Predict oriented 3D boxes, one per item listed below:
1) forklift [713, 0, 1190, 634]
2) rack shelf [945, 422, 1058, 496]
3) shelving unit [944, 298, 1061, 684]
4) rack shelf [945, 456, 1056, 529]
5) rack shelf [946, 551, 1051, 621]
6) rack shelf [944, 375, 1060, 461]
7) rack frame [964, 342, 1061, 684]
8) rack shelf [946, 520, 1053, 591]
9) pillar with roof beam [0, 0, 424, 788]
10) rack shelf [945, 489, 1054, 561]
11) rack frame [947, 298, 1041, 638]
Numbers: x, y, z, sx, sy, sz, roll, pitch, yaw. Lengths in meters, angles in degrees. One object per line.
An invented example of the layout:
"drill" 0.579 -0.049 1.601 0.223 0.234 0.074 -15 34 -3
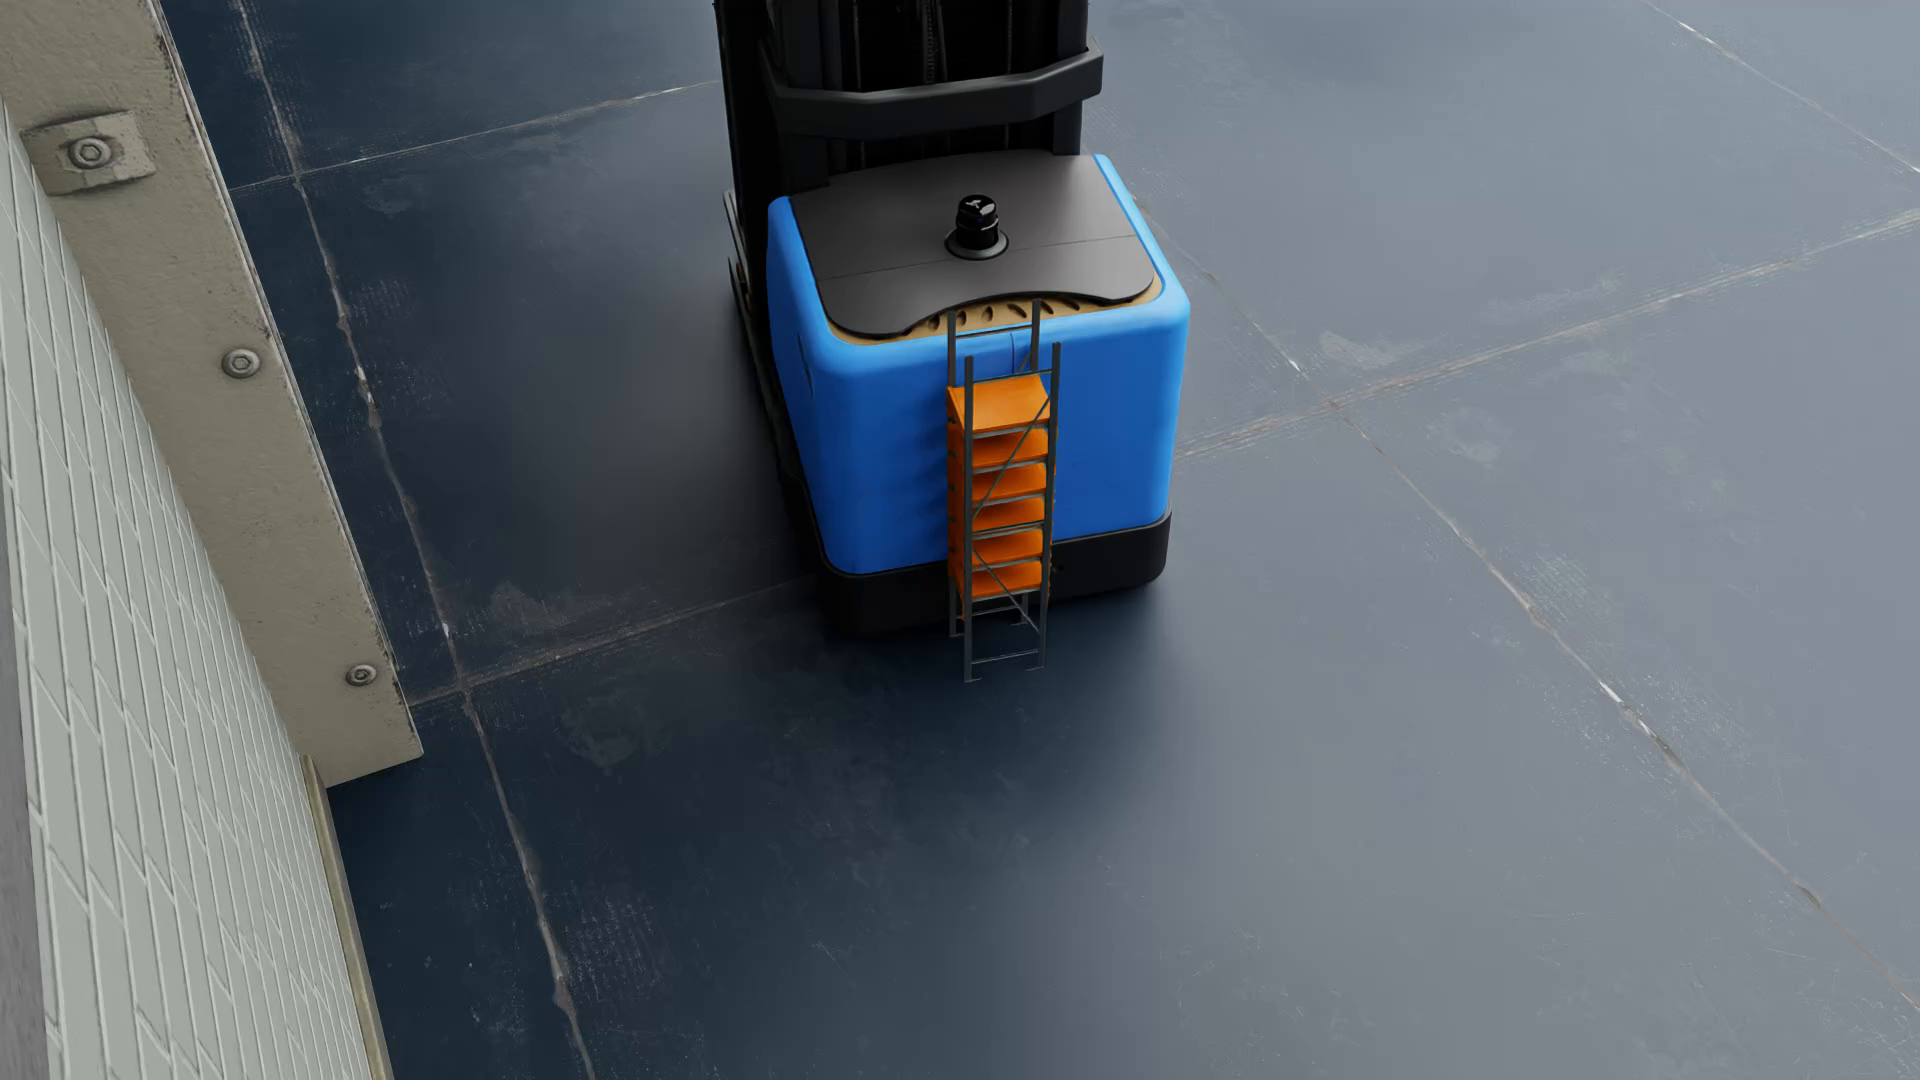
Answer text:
"forklift" -0.221 -1.820 5.008 1.130 2.935 3.031 -10 45 -10
"rack shelf" 0.107 -0.233 4.354 0.258 0.103 0.180 -10 45 -10
"shelving unit" 0.107 -0.094 4.491 0.258 1.200 0.189 -10 45 -10
"rack shelf" 0.107 -0.148 4.438 0.258 0.103 0.180 -10 45 -10
"rack shelf" 0.107 0.108 4.691 0.258 0.103 0.180 -10 45 -10
"rack shelf" 0.107 -0.319 4.269 0.258 0.103 0.180 -10 45 -10
"rack frame" 0.128 -0.032 4.428 0.240 1.200 0.006 -10 45 -10
"rack shelf" 0.107 0.023 4.607 0.258 0.103 0.180 -10 45 -10
"pillar with roof beam" 2.187 -3.955 2.851 9.100 9.000 0.400 -18 47 -17
"rack shelf" 0.107 -0.062 4.522 0.258 0.103 0.180 -10 45 -10
"rack frame" 0.085 -0.157 4.554 0.240 1.200 0.006 -10 45 -10
